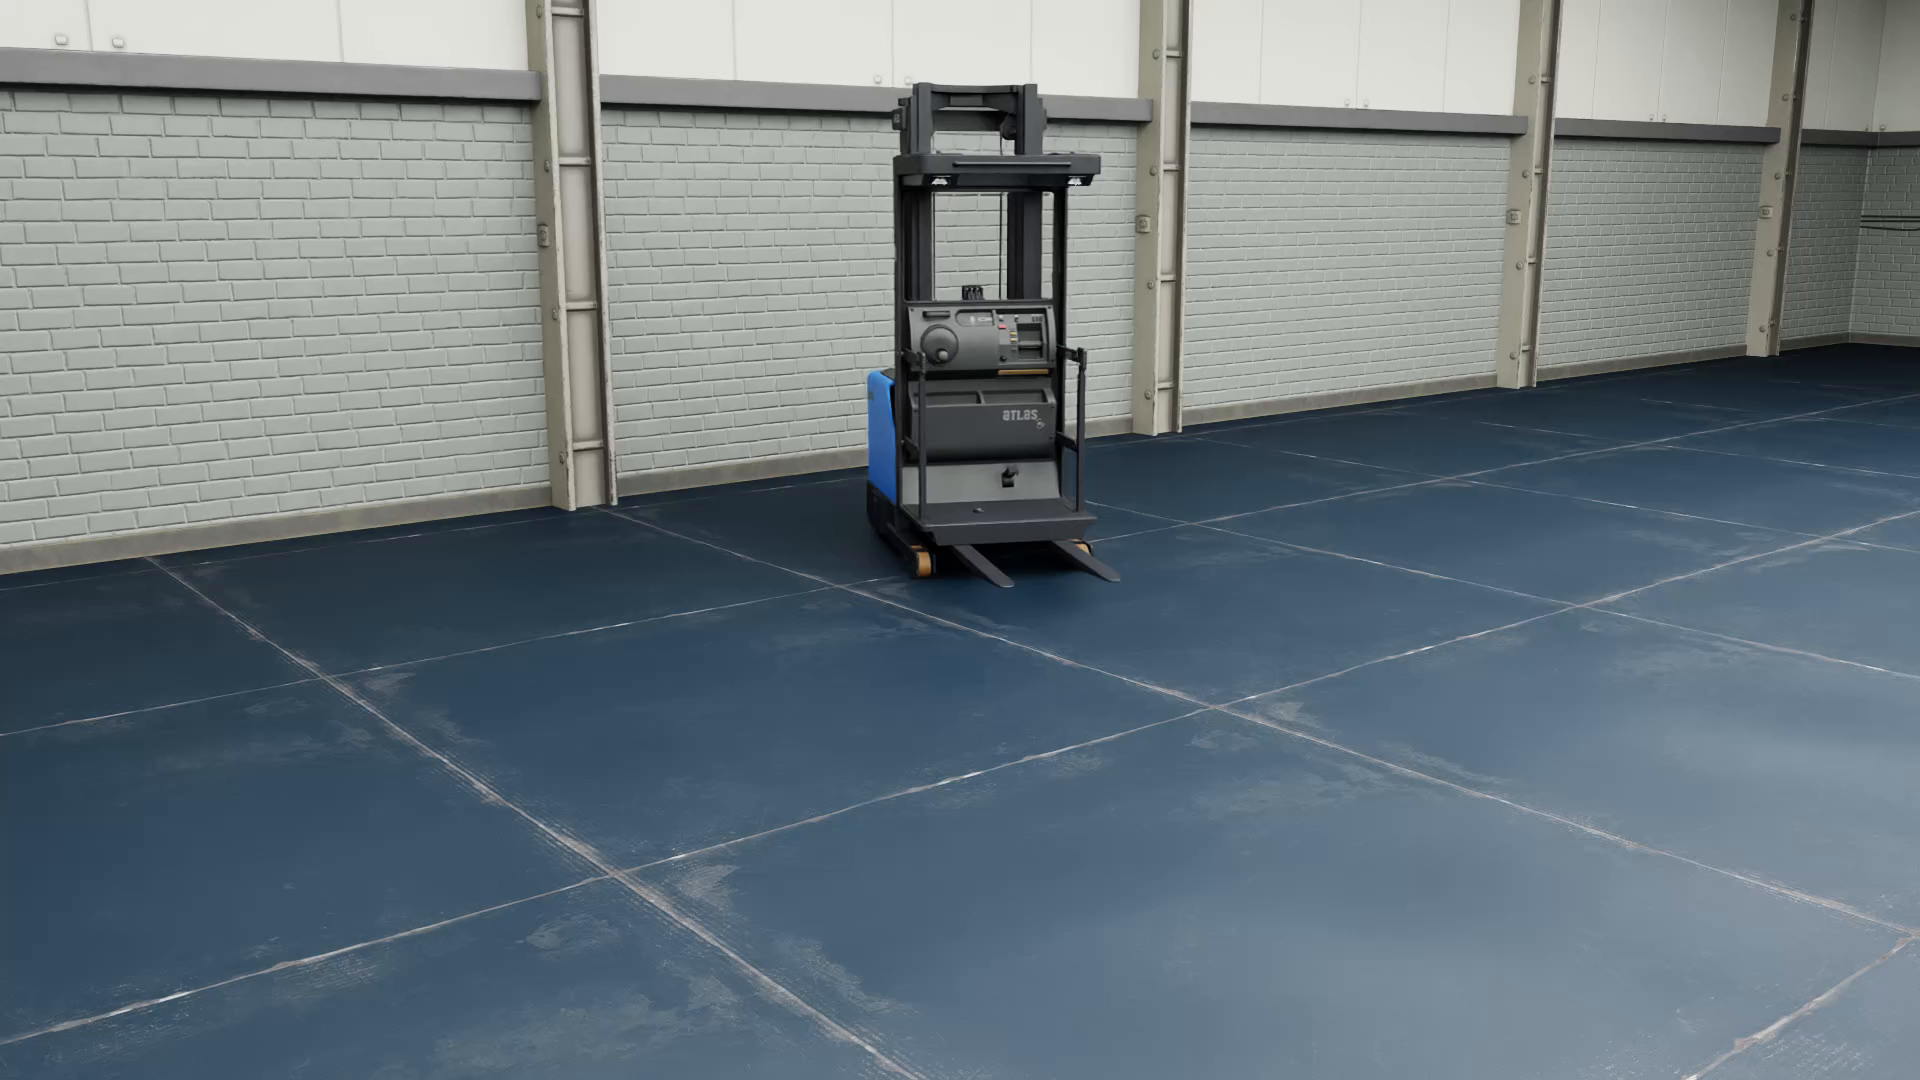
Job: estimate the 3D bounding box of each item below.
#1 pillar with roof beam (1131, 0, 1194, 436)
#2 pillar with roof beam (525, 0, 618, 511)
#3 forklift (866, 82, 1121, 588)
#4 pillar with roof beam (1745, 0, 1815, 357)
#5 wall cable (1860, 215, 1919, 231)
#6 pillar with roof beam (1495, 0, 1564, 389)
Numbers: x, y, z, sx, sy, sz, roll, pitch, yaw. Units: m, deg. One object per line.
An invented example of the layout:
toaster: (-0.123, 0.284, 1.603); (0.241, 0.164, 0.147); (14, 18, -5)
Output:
pillar with roof beam: (4.582, -4.746, 11.813); (0.400, 9.000, 9.100); (-9, 15, -38)
pillar with roof beam: (-0.103, -3.967, 8.146); (0.400, 9.000, 9.100); (-9, 15, -38)
forklift: (0.191, -1.287, 10.133); (1.130, 2.935, 3.031); (-3, 12, -13)
pillar with roof beam: (13.952, -6.303, 19.146); (0.400, 9.000, 9.100); (-9, 15, -38)
wall cable: (14.389, -5.650, 23.547); (0.112, 2.526, 3.097); (-9, 15, -38)
pillar with roof beam: (9.267, -5.524, 15.479); (0.400, 9.000, 9.100); (-9, 15, -38)
